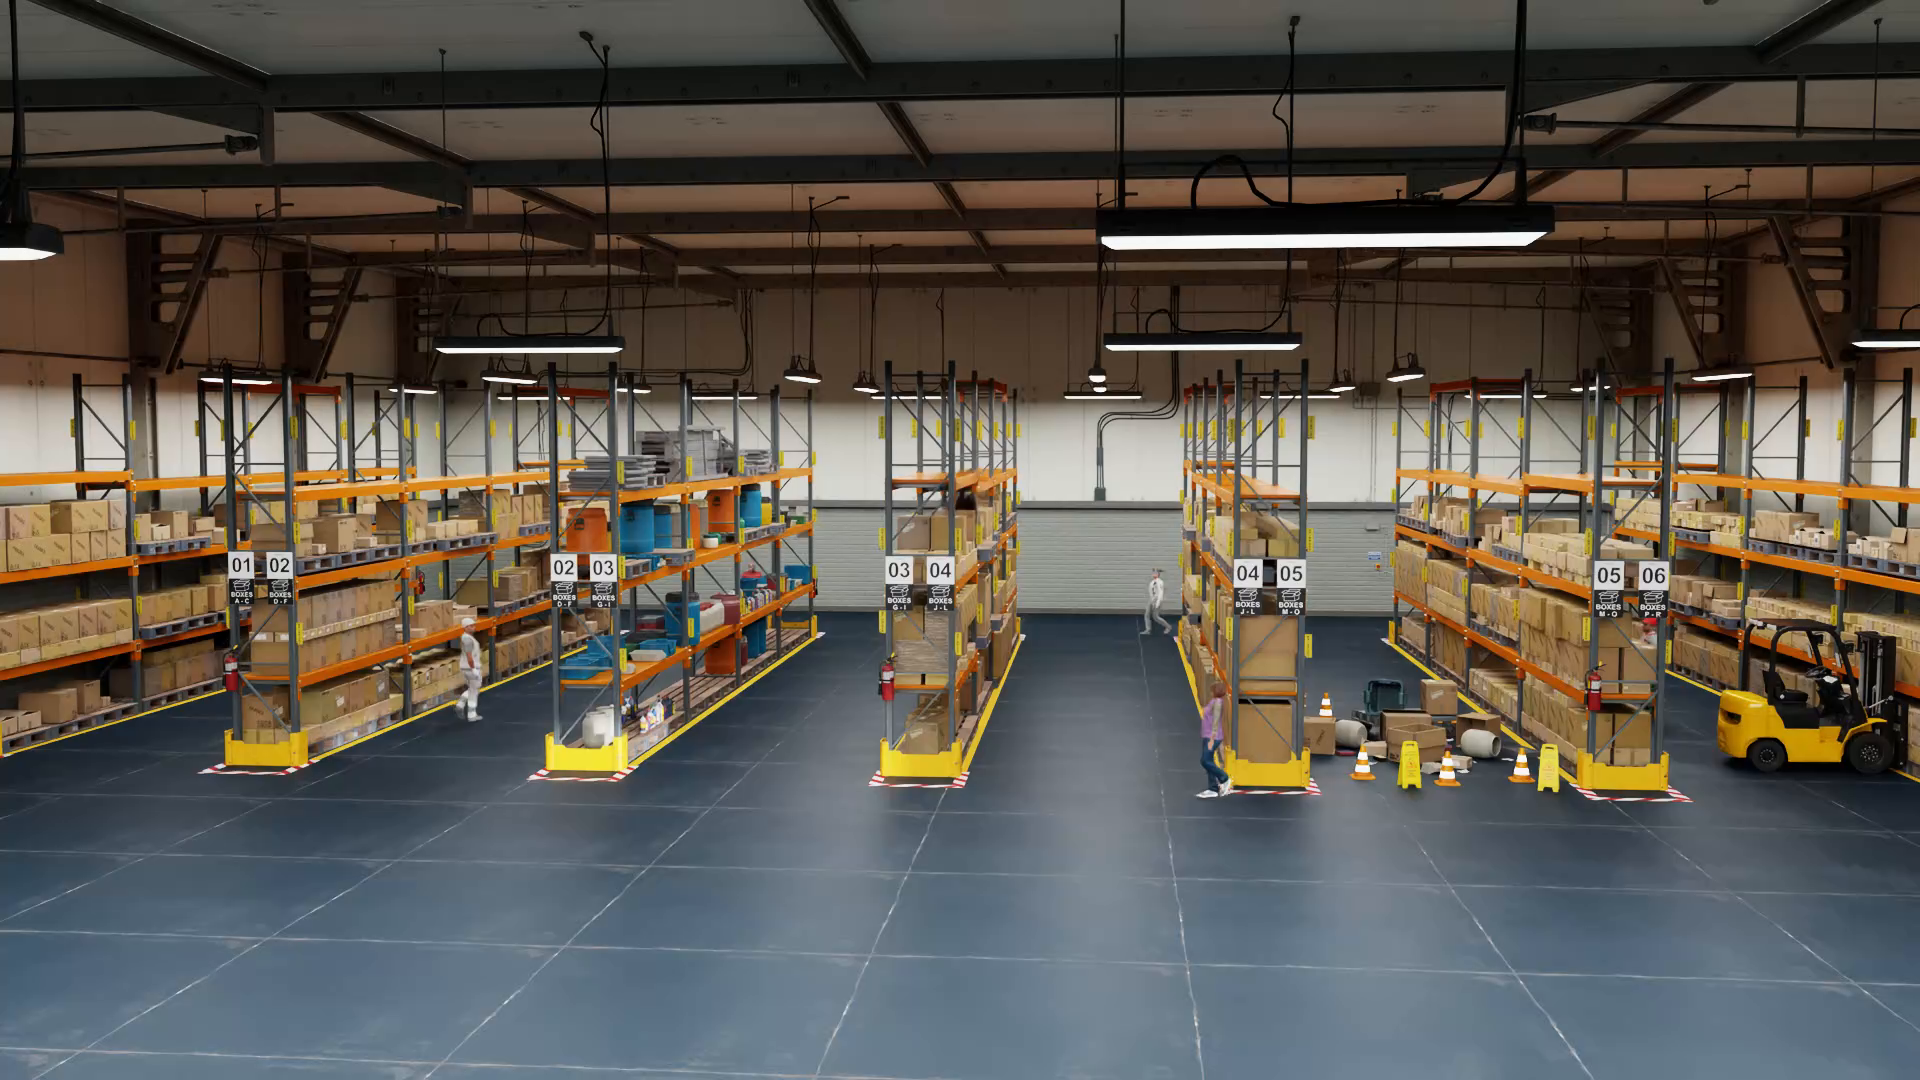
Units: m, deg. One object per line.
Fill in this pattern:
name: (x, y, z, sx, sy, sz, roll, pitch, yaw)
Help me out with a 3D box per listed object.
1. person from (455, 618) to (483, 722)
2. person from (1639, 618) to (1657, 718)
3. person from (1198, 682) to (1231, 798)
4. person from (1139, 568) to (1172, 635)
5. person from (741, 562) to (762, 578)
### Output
person: (-8.407, 2.218, 28.519, 0.543, 1.783, 0.497, 3, 5, 41)
person: (11.928, 2.214, 28.917, 0.450, 1.797, 0.579, 2, 4, 31)
person: (3.442, 2.713, 22.617, 0.439, 1.587, 0.426, -1, 4, -11)
person: (4.772, 1.501, 40.497, 0.800, 1.644, 0.596, -1, 4, -8)
person: (-5.265, 1.391, 41.809, 0.528, 1.673, 0.979, 0, 4, 4)
